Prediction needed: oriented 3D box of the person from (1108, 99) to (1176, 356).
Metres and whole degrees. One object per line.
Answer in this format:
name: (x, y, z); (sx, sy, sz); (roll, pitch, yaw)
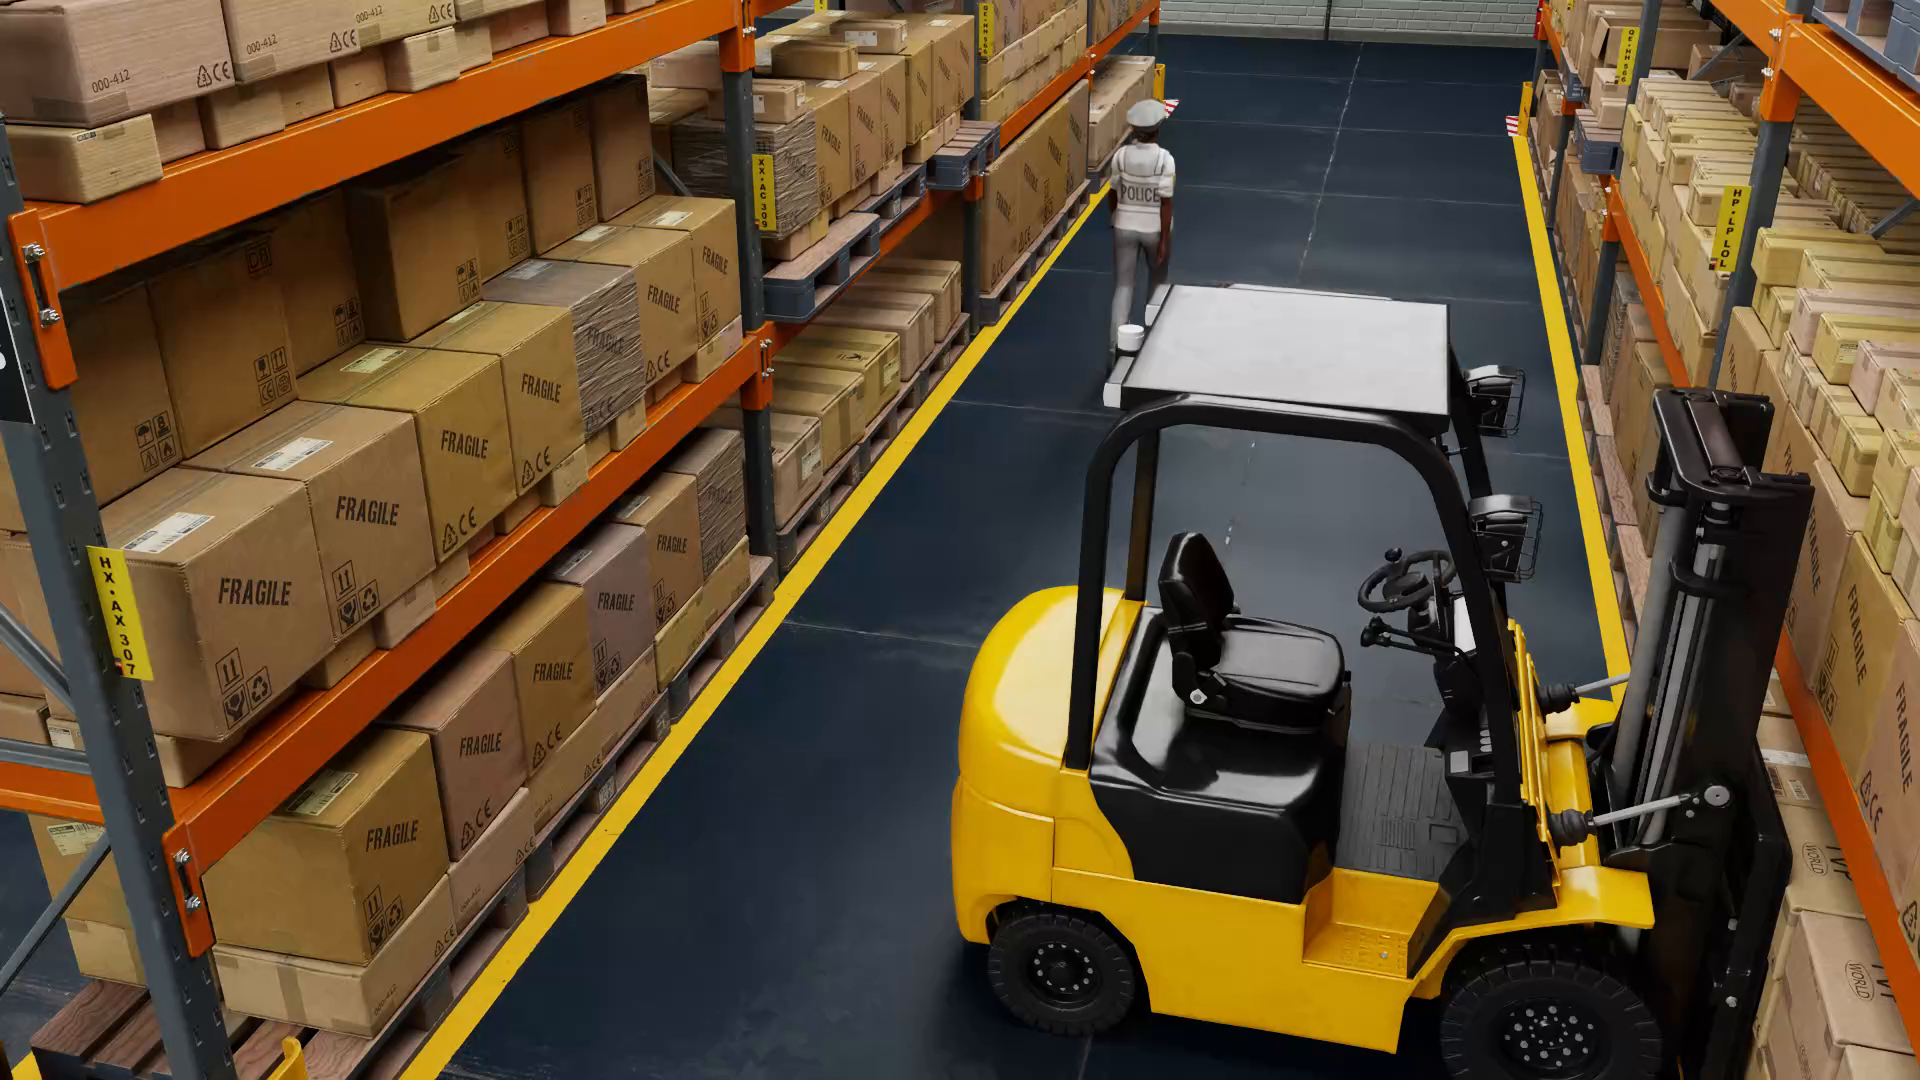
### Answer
person: (1.173, -2.029, 10.818); (0.447, 1.646, 0.944); (6, 26, 13)
